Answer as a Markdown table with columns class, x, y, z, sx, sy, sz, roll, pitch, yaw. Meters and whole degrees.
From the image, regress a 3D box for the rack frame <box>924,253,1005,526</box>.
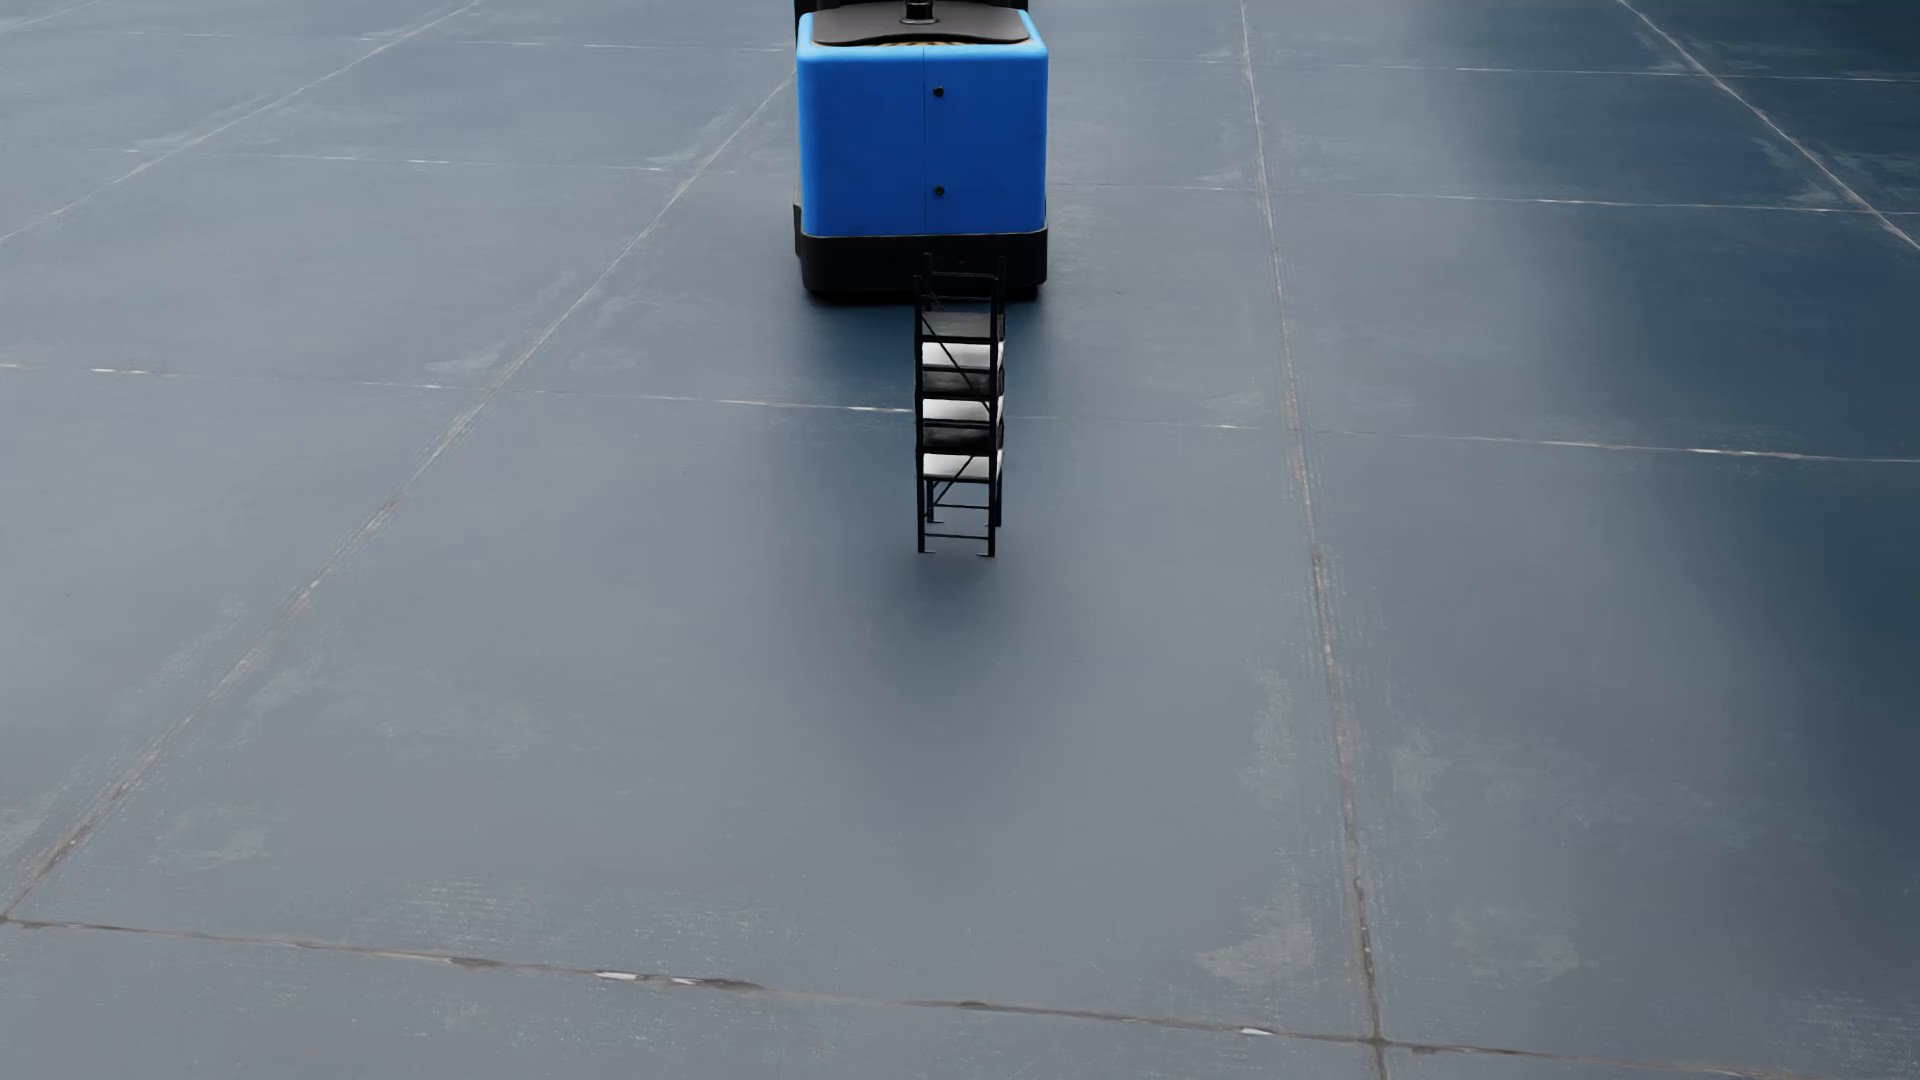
| class | x | y | z | sx | sy | sz | roll | pitch | yaw |
| --- | --- | --- | --- | --- | --- | --- | --- | --- | --- |
| rack frame | 0.013 | -0.448 | 5.132 | 0.240 | 0.900 | 0.006 | 3 | 28 | 6 |

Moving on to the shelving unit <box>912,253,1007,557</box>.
| class | x | y | z | sx | sy | sz | roll | pitch | yaw |
| --- | --- | --- | --- | --- | --- | --- | --- | --- | --- |
| shelving unit | 0.001 | -0.400 | 5.044 | 0.258 | 0.900 | 0.210 | 3 | 28 | 6 |

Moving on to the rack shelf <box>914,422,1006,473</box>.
| class | x | y | z | sx | sy | sz | roll | pitch | yaw |
| --- | --- | --- | --- | --- | --- | --- | --- | --- | --- |
| rack shelf | 0.001 | -0.291 | 5.102 | 0.258 | 0.077 | 0.200 | 3 | 28 | 6 |

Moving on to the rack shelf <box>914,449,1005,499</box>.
| class | x | y | z | sx | sy | sz | roll | pitch | yaw |
| --- | --- | --- | --- | --- | --- | --- | --- | --- | --- |
| rack shelf | 0.001 | -0.212 | 5.145 | 0.258 | 0.077 | 0.200 | 3 | 28 | 6 |

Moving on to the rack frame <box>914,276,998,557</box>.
| class | x | y | z | sx | sy | sz | roll | pitch | yaw |
| --- | --- | --- | --- | --- | --- | --- | --- | --- | --- |
| rack frame | -0.011 | -0.352 | 4.955 | 0.240 | 0.900 | 0.006 | 3 | 28 | 6 |

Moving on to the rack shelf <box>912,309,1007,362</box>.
| class | x | y | z | sx | sy | sz | roll | pitch | yaw |
| --- | --- | --- | --- | --- | --- | --- | --- | --- | --- |
| rack shelf | 0.001 | -0.608 | 4.931 | 0.258 | 0.077 | 0.200 | 3 | 28 | 6 |

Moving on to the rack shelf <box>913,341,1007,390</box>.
| class | x | y | z | sx | sy | sz | roll | pitch | yaw |
| --- | --- | --- | --- | --- | --- | --- | --- | --- | --- |
| rack shelf | 0.001 | -0.529 | 4.974 | 0.258 | 0.077 | 0.200 | 3 | 28 | 6 |

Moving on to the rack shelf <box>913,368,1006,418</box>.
| class | x | y | z | sx | sy | sz | roll | pitch | yaw |
| --- | --- | --- | --- | --- | --- | --- | --- | --- | --- |
| rack shelf | 0.001 | -0.450 | 5.017 | 0.258 | 0.077 | 0.200 | 3 | 28 | 6 |

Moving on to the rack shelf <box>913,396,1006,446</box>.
| class | x | y | z | sx | sy | sz | roll | pitch | yaw |
| --- | --- | --- | --- | --- | --- | --- | --- | --- | --- |
| rack shelf | 0.001 | -0.371 | 5.059 | 0.258 | 0.077 | 0.200 | 3 | 28 | 6 |

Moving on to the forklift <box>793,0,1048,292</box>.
| class | x | y | z | sx | sy | sz | roll | pitch | yaw |
| --- | --- | --- | --- | --- | --- | --- | --- | --- | --- |
| forklift | -0.245 | -3.008 | 7.744 | 1.130 | 2.935 | 3.031 | -2 | 28 | -3 |
